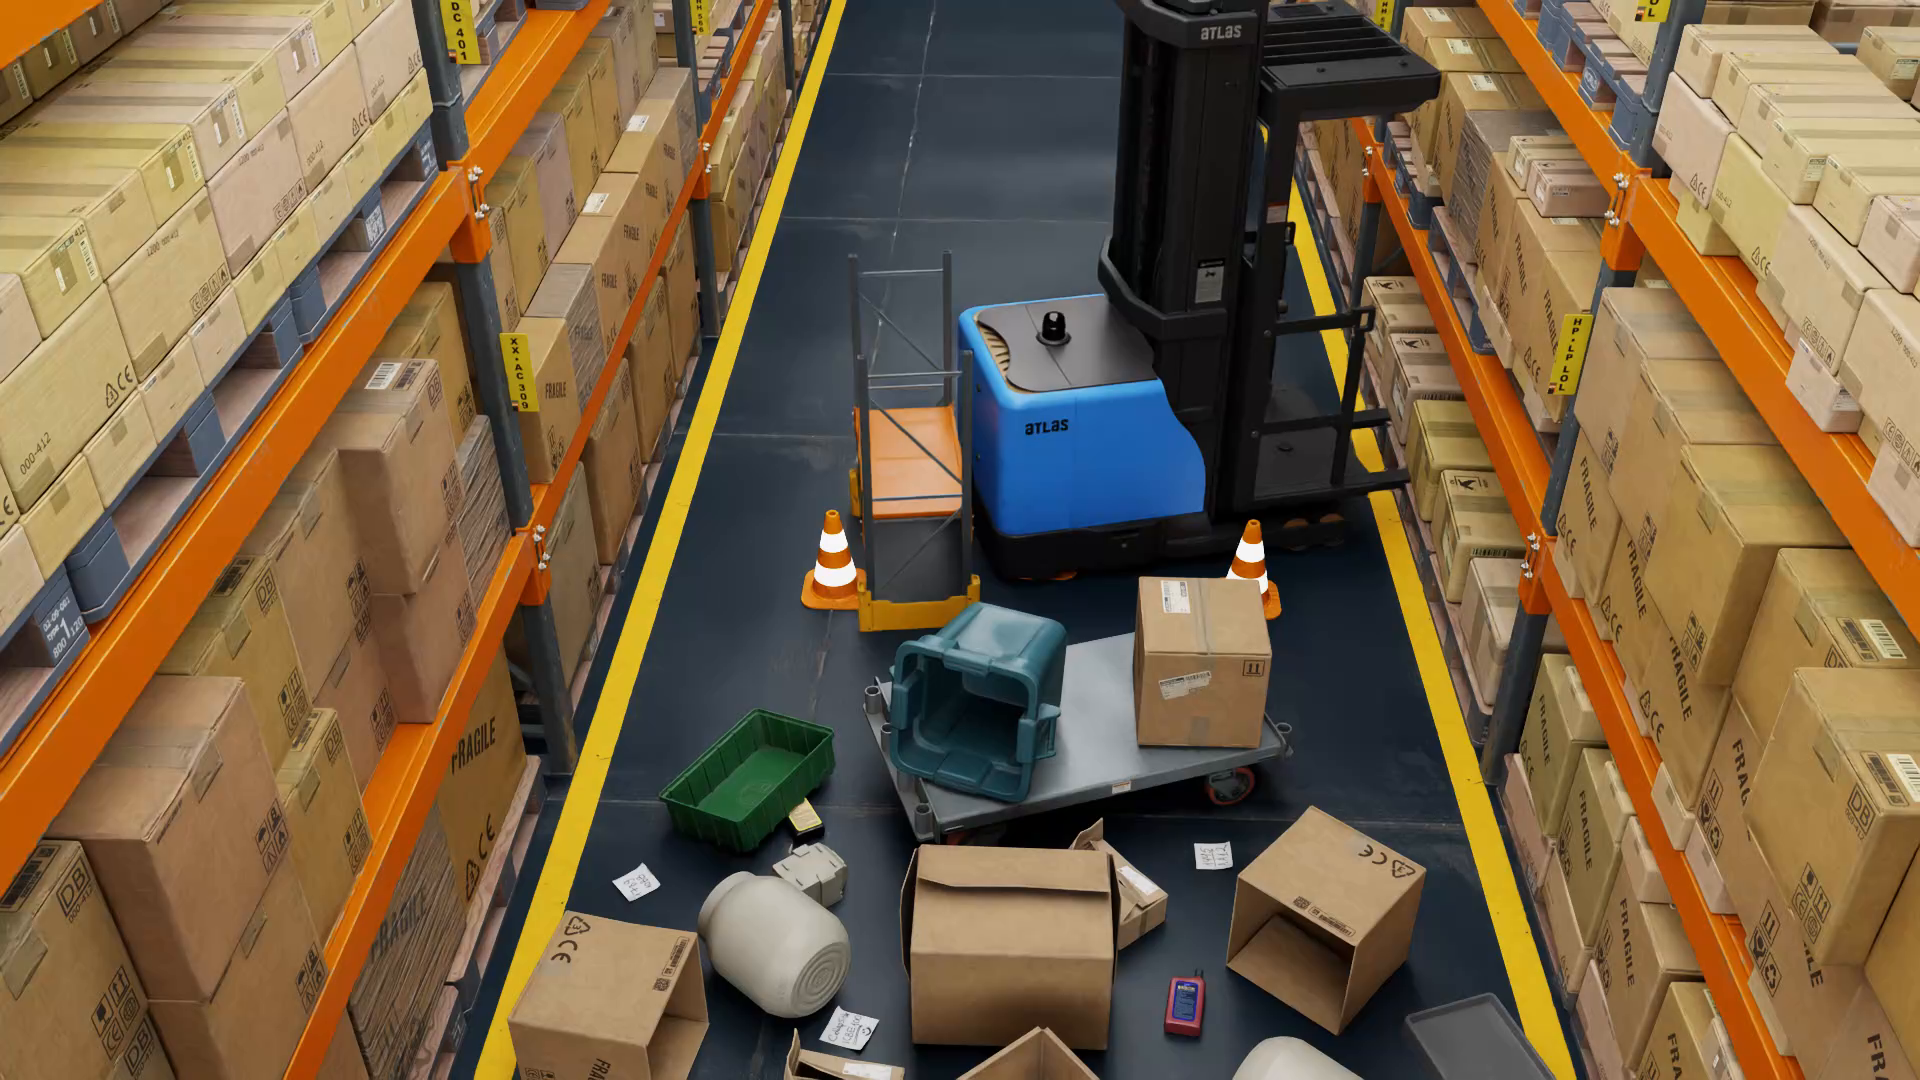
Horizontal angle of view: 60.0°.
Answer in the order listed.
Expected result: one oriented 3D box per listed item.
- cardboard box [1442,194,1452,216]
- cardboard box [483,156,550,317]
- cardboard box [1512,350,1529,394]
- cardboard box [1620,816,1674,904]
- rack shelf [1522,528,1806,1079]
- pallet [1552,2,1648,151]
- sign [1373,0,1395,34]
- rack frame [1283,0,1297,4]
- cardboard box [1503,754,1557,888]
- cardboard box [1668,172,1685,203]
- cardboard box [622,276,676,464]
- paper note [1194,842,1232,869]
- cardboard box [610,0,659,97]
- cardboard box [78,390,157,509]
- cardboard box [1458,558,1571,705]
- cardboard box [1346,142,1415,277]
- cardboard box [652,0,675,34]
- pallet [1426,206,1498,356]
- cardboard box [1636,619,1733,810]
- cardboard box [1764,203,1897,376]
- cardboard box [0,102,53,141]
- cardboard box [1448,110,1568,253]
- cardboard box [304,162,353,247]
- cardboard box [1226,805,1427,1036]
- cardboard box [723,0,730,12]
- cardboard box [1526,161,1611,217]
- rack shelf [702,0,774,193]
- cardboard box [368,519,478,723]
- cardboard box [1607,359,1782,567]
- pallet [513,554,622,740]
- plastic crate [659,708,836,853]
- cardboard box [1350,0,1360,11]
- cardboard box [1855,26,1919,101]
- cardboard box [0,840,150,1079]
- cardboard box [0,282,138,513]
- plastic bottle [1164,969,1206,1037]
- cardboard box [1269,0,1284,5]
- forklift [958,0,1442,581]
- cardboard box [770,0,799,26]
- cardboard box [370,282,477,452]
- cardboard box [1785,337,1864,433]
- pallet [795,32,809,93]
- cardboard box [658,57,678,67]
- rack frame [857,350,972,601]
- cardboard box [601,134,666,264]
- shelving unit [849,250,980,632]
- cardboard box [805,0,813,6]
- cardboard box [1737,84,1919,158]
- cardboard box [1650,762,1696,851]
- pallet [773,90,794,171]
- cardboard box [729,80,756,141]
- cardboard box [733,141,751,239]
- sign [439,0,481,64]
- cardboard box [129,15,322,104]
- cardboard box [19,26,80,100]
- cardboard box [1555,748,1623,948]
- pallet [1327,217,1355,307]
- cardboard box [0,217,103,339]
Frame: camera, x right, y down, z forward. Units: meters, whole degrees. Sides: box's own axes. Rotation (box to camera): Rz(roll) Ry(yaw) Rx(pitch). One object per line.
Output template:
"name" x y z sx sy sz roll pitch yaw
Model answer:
"cardboard box" 2.665 -1.755 8.438 0.380 0.149 0.250 3 35 5
"cardboard box" -2.149 -1.274 6.943 0.700 0.500 0.500 1 35 1
"cardboard box" 2.541 -0.708 6.948 0.380 0.149 0.250 0 35 0
"cardboard box" 2.383 1.048 5.406 0.380 0.149 0.250 3 35 5
"rack shelf" 2.688 1.257 4.924 1.077 0.370 4.000 1 35 2
"pallet" 2.900 -1.689 6.045 1.213 0.211 1.003 1 35 2
"sign" 2.374 -2.969 9.305 0.100 0.325 0.005 1 35 2
"rack frame" 3.090 -4.783 12.892 1.000 3.000 0.127 1 35 2
"cardboard box" 2.475 1.100 6.549 0.500 0.250 0.500 0 35 0
"cardboard box" 2.508 -1.135 5.312 0.380 0.149 0.250 1 35 1
"cardboard box" -2.167 -0.942 9.019 1.050 0.750 0.750 2 35 3
"paper note" 1.042 1.294 6.829 0.148 0.019 0.142 1 35 2
"cardboard box" -2.049 -2.733 9.019 0.700 0.500 0.500 1 35 2
"cardboard box" -1.958 -0.196 3.524 0.380 0.149 0.250 1 35 2
"cardboard box" 2.787 0.416 7.416 0.950 0.372 0.625 2 35 2
"cardboard box" 3.040 -2.182 10.674 0.875 0.875 0.875 1 35 1
"cardboard box" -1.809 -3.117 9.858 0.380 0.149 0.250 1 35 2
"pallet" 2.890 -1.268 8.058 1.003 0.211 1.213 1 35 2
"cardboard box" 2.442 0.475 5.066 0.500 0.500 0.500 1 35 1
"cardboard box" 2.433 -0.643 4.265 0.500 0.250 0.500 2 35 2
"cardboard box" -2.520 -0.889 4.162 0.500 0.250 0.500 1 35 1
"cardboard box" 2.623 -1.674 7.758 0.500 0.500 0.500 0 35 0
"cardboard box" -1.906 -0.923 4.558 0.380 0.149 0.250 1 35 2
"cardboard box" 1.366 1.420 6.239 0.500 0.500 0.500 28 44 33
"cardboard box" -1.750 -3.624 11.097 0.380 0.149 0.250 2 35 3
"cardboard box" 2.576 -1.453 6.879 0.380 0.149 0.250 0 35 1
"rack shelf" -1.941 -3.395 11.544 1.077 0.370 4.000 1 35 2
"cardboard box" -2.184 0.225 5.637 0.875 0.550 0.550 1 35 2
"cardboard box" 2.492 -0.217 5.181 0.700 0.500 0.500 2 35 2
"pallet" -2.226 0.453 7.867 1.003 0.211 1.213 1 35 2
"plastic crate" -0.880 1.014 7.039 0.450 0.188 0.662 11 35 32
"cardboard box" 2.712 -3.206 10.345 0.500 0.250 0.500 0 35 1
"cardboard box" 2.974 -1.450 5.066 0.380 0.149 0.250 2 35 3
"cardboard box" -2.359 1.022 3.563 0.875 0.550 0.550 1 35 2
"cardboard box" -2.028 -0.298 3.321 0.500 0.250 0.500 1 35 2
"plastic bottle" 0.843 1.714 6.204 0.133 0.061 0.283 7 36 10
"cardboard box" 3.258 -4.779 14.750 0.875 0.438 0.875 0 35 0
"forklift" 1.549 -1.433 8.185 3.031 2.935 1.130 -8 36 -11
"cardboard box" -1.569 -4.438 13.998 0.380 0.149 0.250 3 35 4
"cardboard box" -2.231 -0.535 5.778 0.875 0.550 0.550 1 35 2
"cardboard box" 2.371 -0.399 4.264 0.380 0.149 0.250 1 35 1
"pallet" -1.869 -4.085 14.324 1.003 0.211 1.213 1 35 2
"cardboard box" -1.801 -2.862 10.013 0.380 0.149 0.250 1 35 1
"rack frame" -0.197 -0.193 7.666 0.500 1.500 0.032 -3 35 -4
"cardboard box" -1.812 -1.743 8.480 0.500 0.500 0.500 1 35 1
"shelving unit" -0.244 -0.489 8.087 0.587 1.500 1.083 -3 35 -4
"cardboard box" -1.510 -4.911 14.930 0.380 0.149 0.250 1 35 2
"cardboard box" 2.429 -1.162 4.657 0.380 0.149 0.250 0 35 0
"cardboard box" 2.374 0.825 5.132 0.380 0.149 0.250 1 35 2
"pallet" -1.890 -3.251 13.137 1.003 0.211 1.213 1 35 2
"cardboard box" -1.698 -2.963 11.459 0.500 0.250 0.500 2 35 2
"cardboard box" -1.721 -2.379 11.281 0.500 0.500 0.500 2 35 2
"sign" -1.627 -1.702 5.381 0.100 0.325 0.005 1 35 2
"cardboard box" -1.909 -1.255 4.337 0.380 0.149 0.250 2 35 3
"cardboard box" -2.565 -1.267 4.354 0.380 0.149 0.250 1 35 1
"cardboard box" 2.465 1.101 5.895 0.500 0.500 0.500 3 35 4
"pallet" 3.036 -1.795 11.066 1.003 0.211 1.213 1 35 2
"cardboard box" -1.959 -0.523 3.295 0.380 0.149 0.250 1 35 1
